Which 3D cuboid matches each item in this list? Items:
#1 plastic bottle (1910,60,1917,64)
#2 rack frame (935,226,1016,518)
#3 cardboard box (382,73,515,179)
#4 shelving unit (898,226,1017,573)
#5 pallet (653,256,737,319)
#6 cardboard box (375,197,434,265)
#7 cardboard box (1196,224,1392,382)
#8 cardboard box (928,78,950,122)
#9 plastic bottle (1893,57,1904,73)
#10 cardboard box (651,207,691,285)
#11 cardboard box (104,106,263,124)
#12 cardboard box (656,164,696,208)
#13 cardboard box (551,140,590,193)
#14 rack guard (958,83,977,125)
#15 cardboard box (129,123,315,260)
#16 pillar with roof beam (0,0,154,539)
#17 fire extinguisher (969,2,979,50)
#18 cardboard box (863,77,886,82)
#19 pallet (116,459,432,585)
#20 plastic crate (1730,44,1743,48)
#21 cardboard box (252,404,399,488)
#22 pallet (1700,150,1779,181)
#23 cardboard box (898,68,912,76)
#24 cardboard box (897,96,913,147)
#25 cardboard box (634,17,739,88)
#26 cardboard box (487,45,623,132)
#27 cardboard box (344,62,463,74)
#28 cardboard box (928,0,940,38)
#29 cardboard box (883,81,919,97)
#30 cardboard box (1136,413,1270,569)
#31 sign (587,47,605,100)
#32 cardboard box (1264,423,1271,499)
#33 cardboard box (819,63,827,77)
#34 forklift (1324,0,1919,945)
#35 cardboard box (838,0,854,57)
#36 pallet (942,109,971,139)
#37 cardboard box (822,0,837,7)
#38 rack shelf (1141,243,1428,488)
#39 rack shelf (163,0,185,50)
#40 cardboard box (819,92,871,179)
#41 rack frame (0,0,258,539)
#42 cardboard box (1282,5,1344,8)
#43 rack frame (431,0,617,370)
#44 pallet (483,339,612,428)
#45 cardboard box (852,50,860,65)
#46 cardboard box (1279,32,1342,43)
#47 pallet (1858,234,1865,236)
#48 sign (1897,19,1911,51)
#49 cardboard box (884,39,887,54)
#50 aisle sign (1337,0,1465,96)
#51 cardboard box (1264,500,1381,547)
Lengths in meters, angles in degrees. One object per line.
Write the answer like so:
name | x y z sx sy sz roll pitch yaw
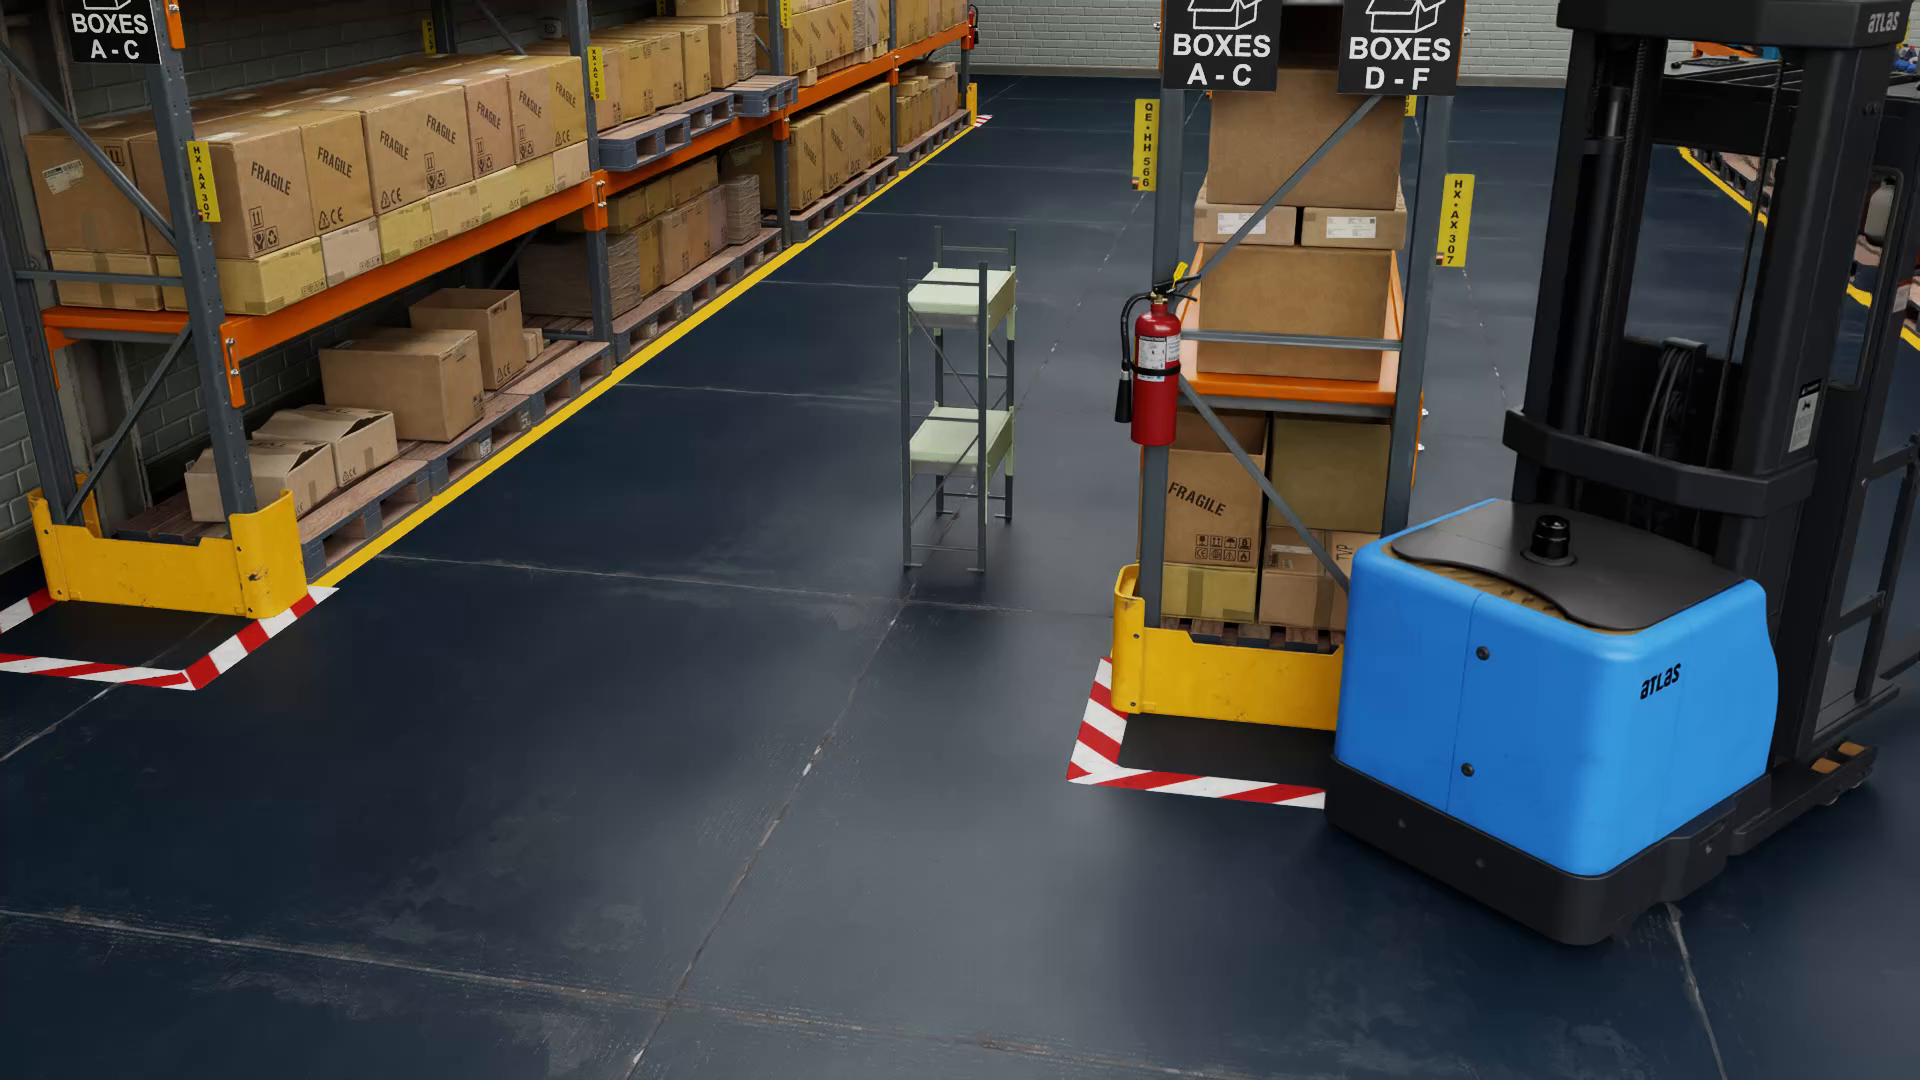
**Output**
plastic bottle | 8.536 -4.151 14.812 0.152 0.276 0.135 4 22 11
rack frame | 0.073 -0.827 8.400 0.400 1.500 0.023 4 22 11
cardboard box | -2.830 -2.299 9.217 0.500 0.500 0.500 4 22 9
shelving unit | -0.001 -0.693 8.067 0.431 1.500 0.755 4 22 11
pallet | -2.422 -2.013 13.070 1.003 0.211 1.213 4 22 11
cardboard box | -3.031 -1.582 8.441 0.500 0.250 0.500 4 22 10
cardboard box | 1.315 -0.951 6.567 0.700 0.500 0.500 4 22 11
cardboard box | -0.525 -5.552 20.907 0.700 0.500 0.500 4 22 11
plastic bottle | 8.437 -4.201 14.942 0.097 0.271 0.097 0 22 0
cardboard box | -2.493 -2.266 12.721 0.700 0.500 0.500 5 22 12
cardboard box | -3.642 -1.771 7.906 0.500 0.500 0.500 5 22 12
cardboard box | -2.384 -2.770 12.970 0.500 0.250 0.500 4 22 11
cardboard box | -2.627 -2.318 10.267 0.500 0.250 0.500 5 22 11
rack guard | -0.373 -5.812 22.116 1.175 0.500 0.348 4 22 11
cardboard box | -3.251 -1.551 7.359 0.500 0.500 0.500 4 22 11
pillar with roof beam | -0.132 -3.888 5.962 9.100 9.000 0.400 4 22 11
fire extinguisher | 0.105 -6.774 21.761 0.296 0.674 0.183 4 22 11
cardboard box | -1.006 -5.353 19.546 0.380 0.149 0.250 4 22 9
pallet | -3.427 -0.140 8.419 1.003 0.211 1.213 4 22 11
plastic crate | 8.618 -5.501 18.142 0.416 0.233 0.300 4 22 11
cardboard box | -3.297 -0.523 8.647 0.500 0.311 0.500 6 23 15
pallet | 8.863 -4.171 18.427 1.003 0.211 1.213 4 22 11
cardboard box | -0.798 -5.727 20.473 0.380 0.149 0.250 5 22 12
cardboard box | -0.941 -4.801 19.043 0.700 0.500 0.500 5 22 12
cardboard box | -2.184 -3.909 13.321 0.700 0.500 0.500 2 22 6
cardboard box | -2.689 -3.008 11.085 0.700 0.500 0.500 5 22 11
cardboard box | -3.236 -2.517 9.758 0.500 0.500 0.500 4 22 11
cardboard box | -0.774 -6.370 19.753 0.980 0.700 0.700 3 22 8
cardboard box | -0.693 -5.213 19.199 0.380 0.149 0.250 5 23 13
cardboard box | 1.026 -0.221 7.002 0.500 0.500 0.500 4 22 11
sign | -2.294 -2.937 10.473 0.100 0.325 0.005 4 22 11
cardboard box | 1.322 -0.423 8.506 0.500 0.250 0.500 4 22 11
cardboard box | -1.481 -4.505 15.835 0.380 0.149 0.250 5 22 12
forklift | 2.733 -0.543 5.779 3.031 2.935 1.130 -17 27 -36
cardboard box | -1.344 -4.952 16.076 0.500 0.500 0.500 5 22 12
pallet | -0.465 -5.371 21.407 1.003 0.211 1.213 4 22 11
cardboard box | -1.458 -5.105 15.451 0.500 0.250 0.500 5 22 11
rack shelf | 1.616 -1.133 8.114 1.077 0.370 4.000 4 22 11
rack shelf | -3.235 -2.901 8.488 1.077 0.370 4.000 4 22 11
cardboard box | -1.378 -4.125 16.896 0.750 0.750 0.750 5 23 13
rack frame | -3.643 -1.111 7.098 1.000 3.000 0.127 4 22 11
cardboard box | 1.939 -2.683 9.131 0.700 0.500 0.500 5 22 11
rack frame | -2.827 -2.574 10.730 1.000 3.000 0.127 4 22 11
pallet | -2.929 -1.033 10.635 1.003 0.211 1.213 4 22 11
cardboard box | -1.223 -4.877 16.757 0.380 0.149 0.250 4 22 11
cardboard box | 1.530 -1.950 7.309 0.700 0.500 0.500 5 22 11
pallet | 8.059 -2.725 14.837 1.003 0.211 1.213 4 22 11
sign | 9.043 -4.831 15.962 0.100 0.325 0.005 4 22 11
cardboard box | -0.986 -5.248 17.678 0.380 0.149 0.250 5 22 11
aisle sign | 1.494 -1.894 5.561 0.394 0.787 0.004 4 22 11
cardboard box | 1.633 -0.017 7.499 0.500 0.250 0.500 4 22 11
